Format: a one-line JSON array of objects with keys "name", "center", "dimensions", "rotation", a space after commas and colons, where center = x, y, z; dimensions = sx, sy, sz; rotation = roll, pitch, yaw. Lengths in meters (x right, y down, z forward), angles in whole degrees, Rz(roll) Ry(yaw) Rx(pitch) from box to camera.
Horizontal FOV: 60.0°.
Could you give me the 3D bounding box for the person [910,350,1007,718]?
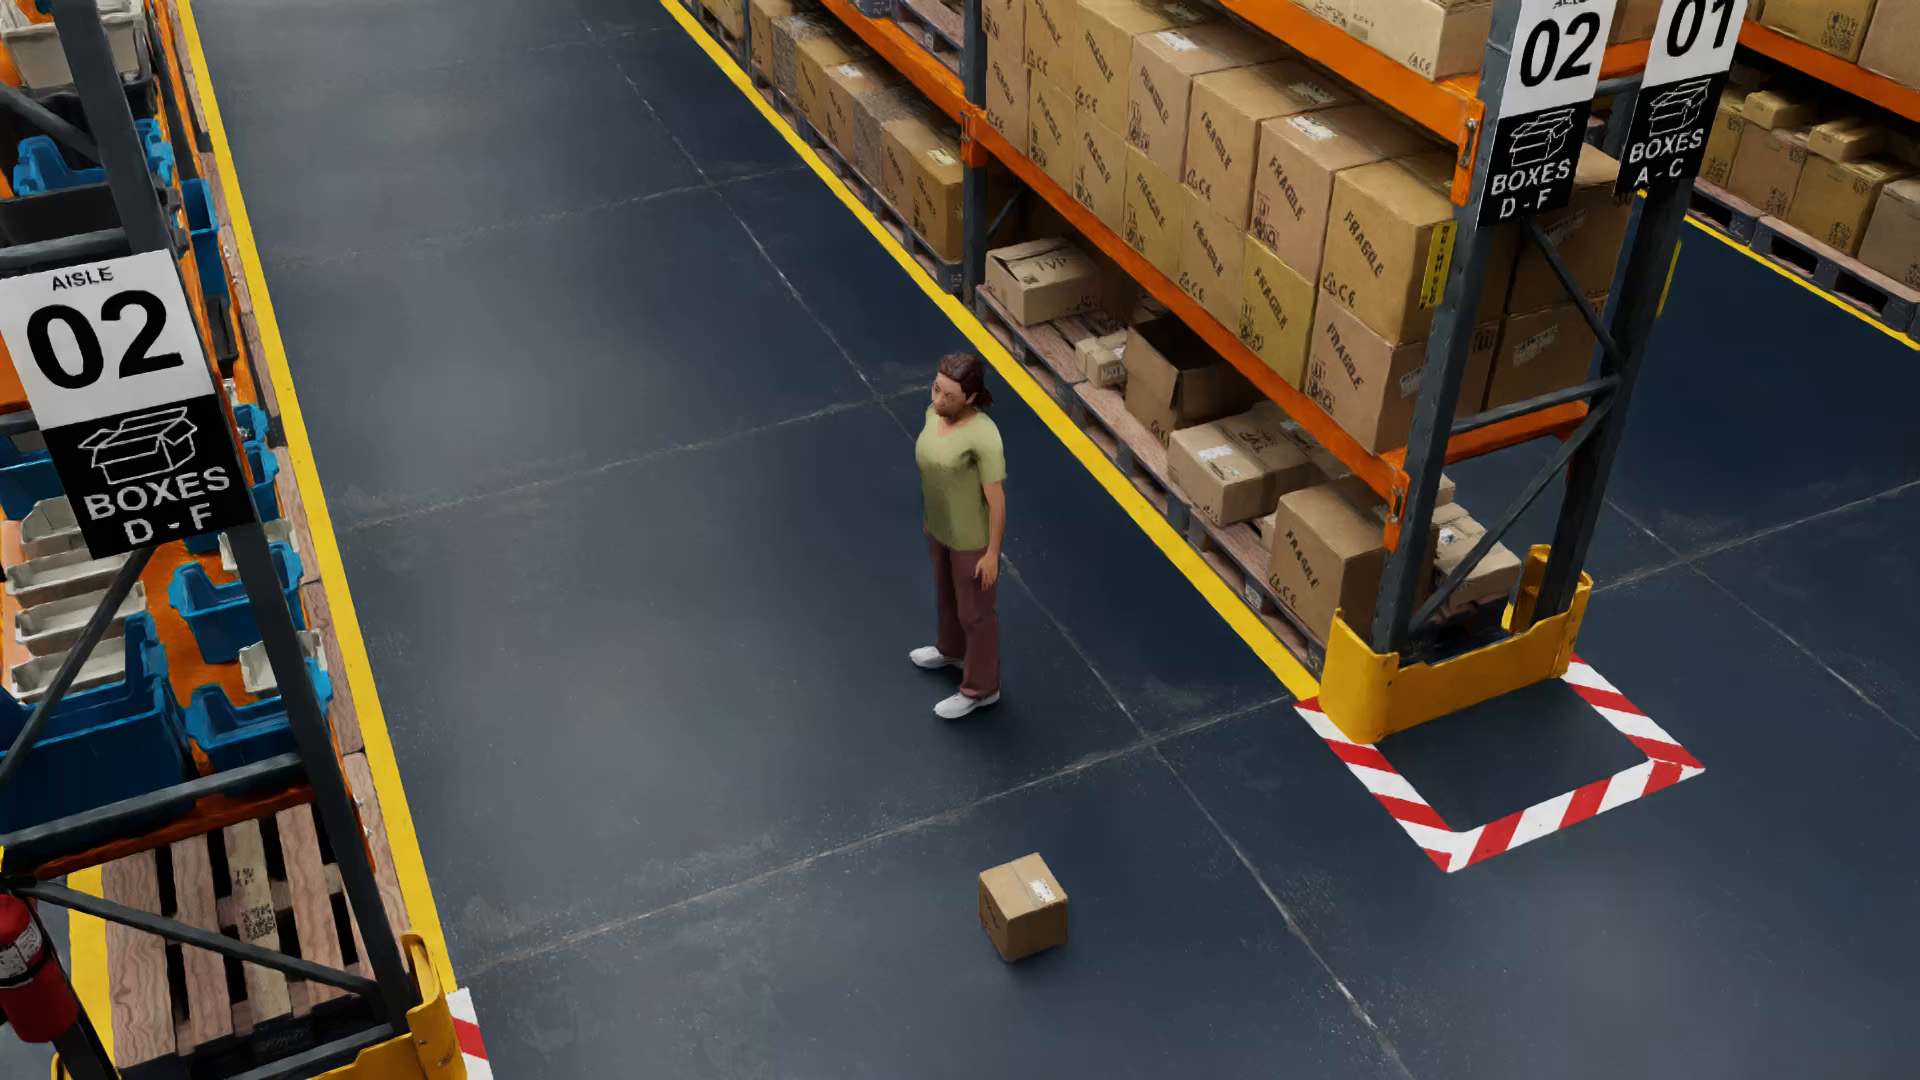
[{"name": "person", "center": [-0.011, -0.015, 6.827], "dimensions": [0.388, 1.685, 0.572], "rotation": [-23, 43, -27]}]
